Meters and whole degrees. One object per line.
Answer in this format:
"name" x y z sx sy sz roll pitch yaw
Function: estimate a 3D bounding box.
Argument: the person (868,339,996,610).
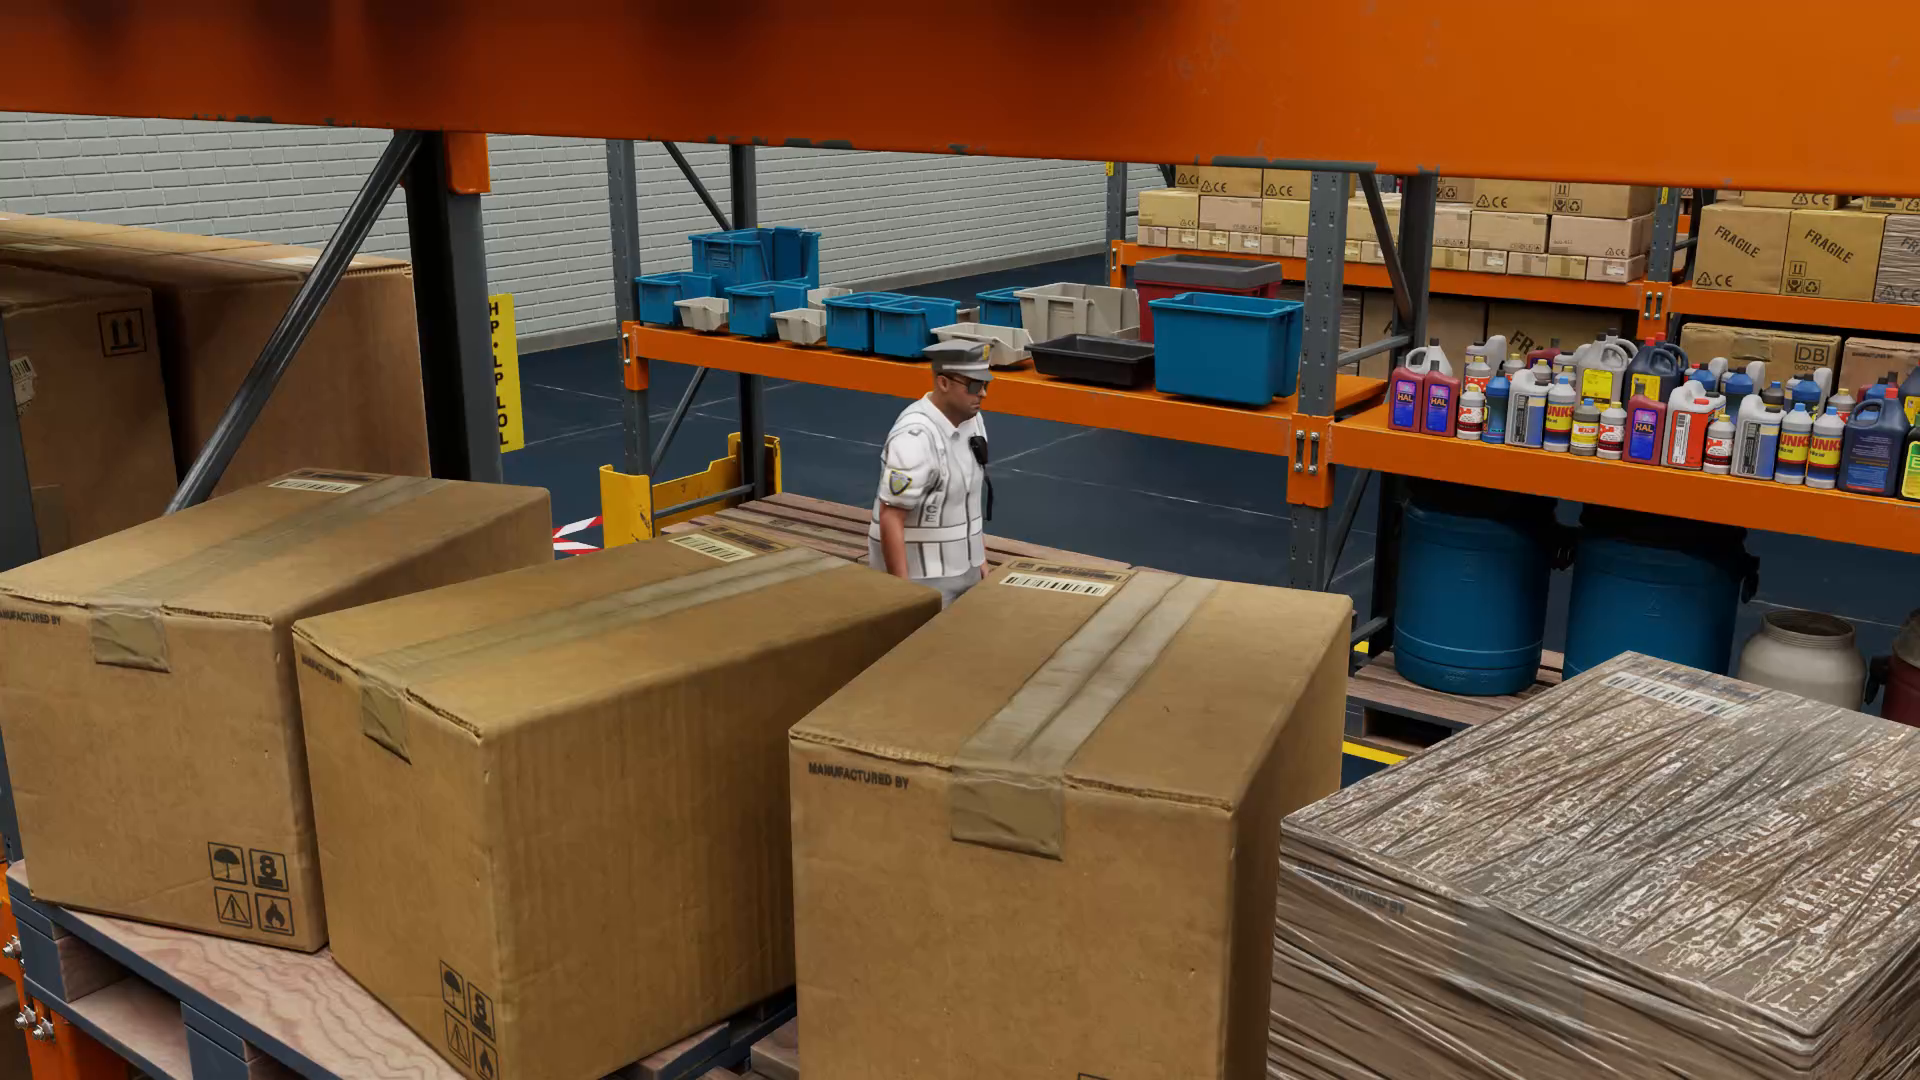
"person" -0.091 0.130 6.084 0.437 1.747 0.600 10 19 32
